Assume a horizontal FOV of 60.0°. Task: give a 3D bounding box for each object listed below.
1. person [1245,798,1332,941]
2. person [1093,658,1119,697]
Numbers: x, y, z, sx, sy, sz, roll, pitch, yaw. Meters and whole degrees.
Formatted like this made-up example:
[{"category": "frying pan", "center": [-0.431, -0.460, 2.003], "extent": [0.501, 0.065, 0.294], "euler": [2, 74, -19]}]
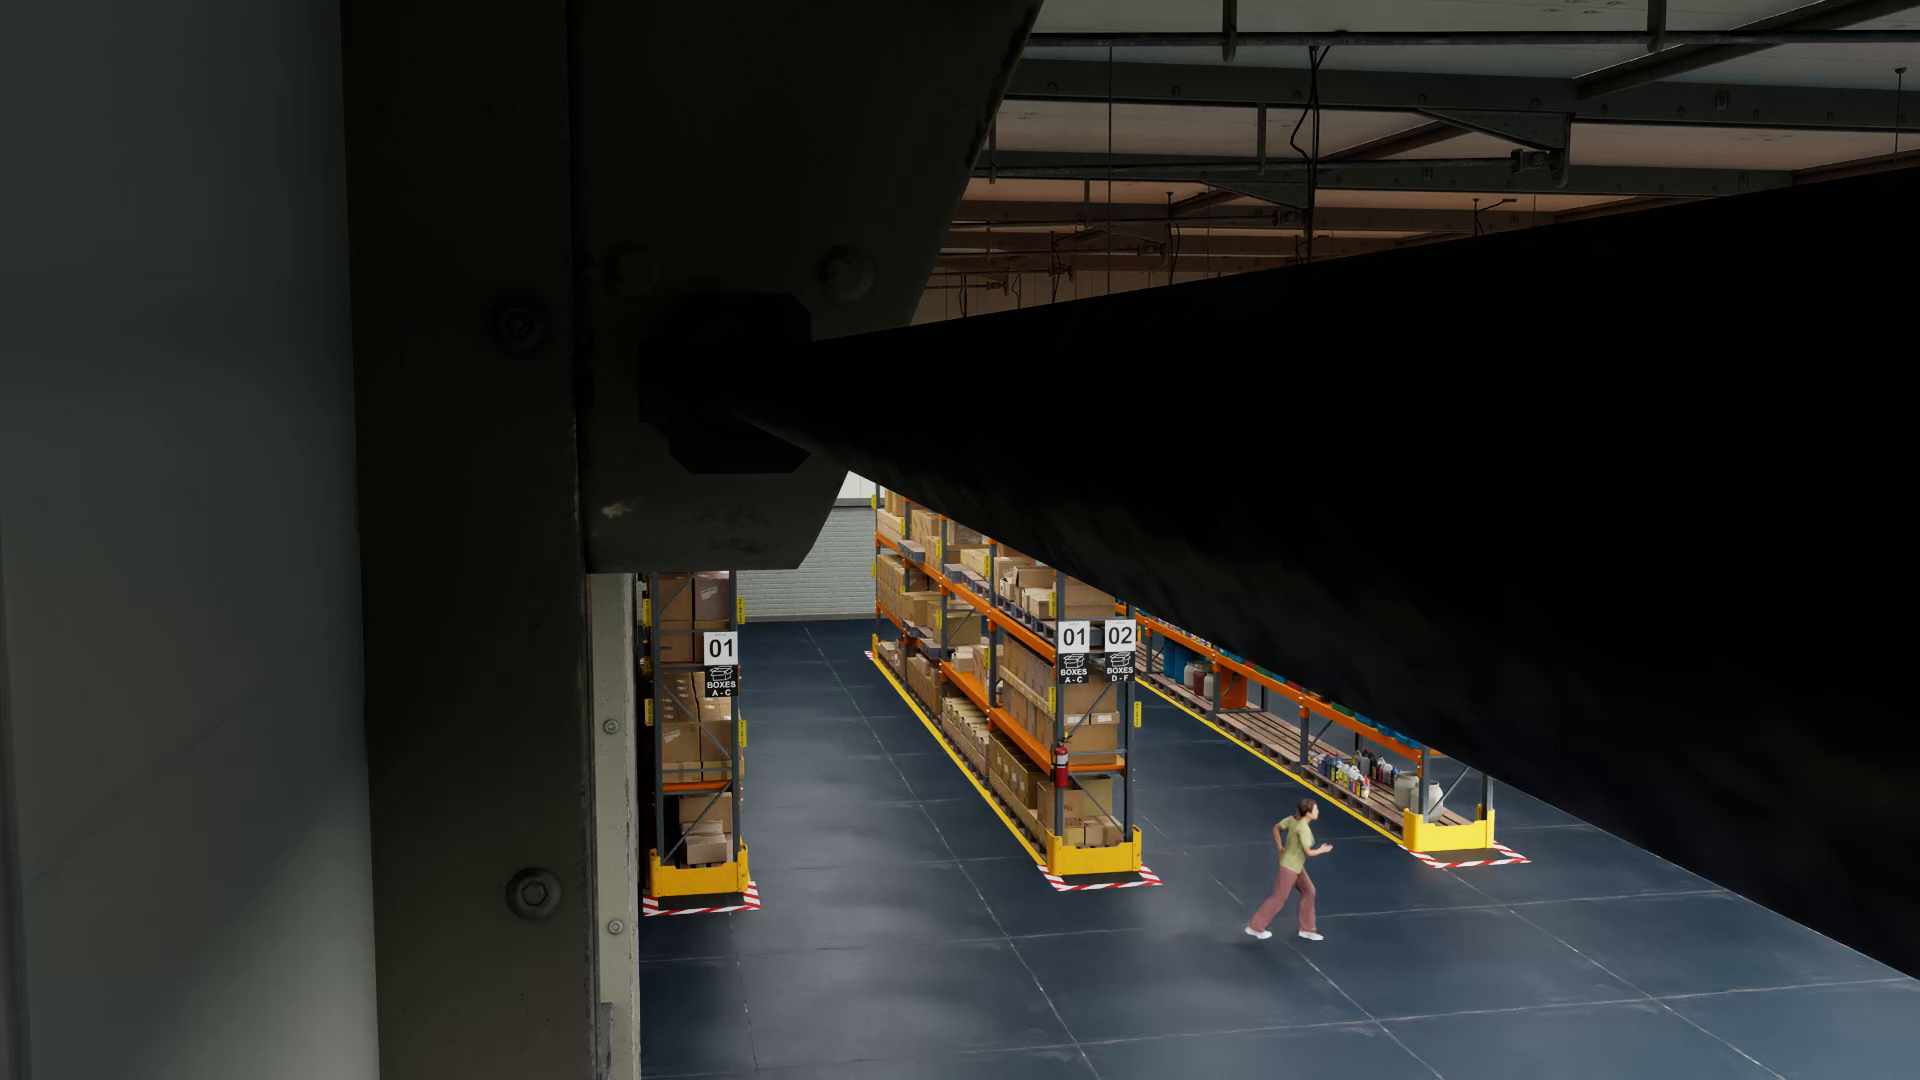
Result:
[{"category": "person", "center": [3.614, 3.640, 18.306], "extent": [0.940, 1.640, 0.576], "euler": [0, 6, 3]}, {"category": "person", "center": [2.641, 2.411, 29.930], "extent": [0.653, 1.718, 0.688], "euler": [-3, 7, -28]}]
